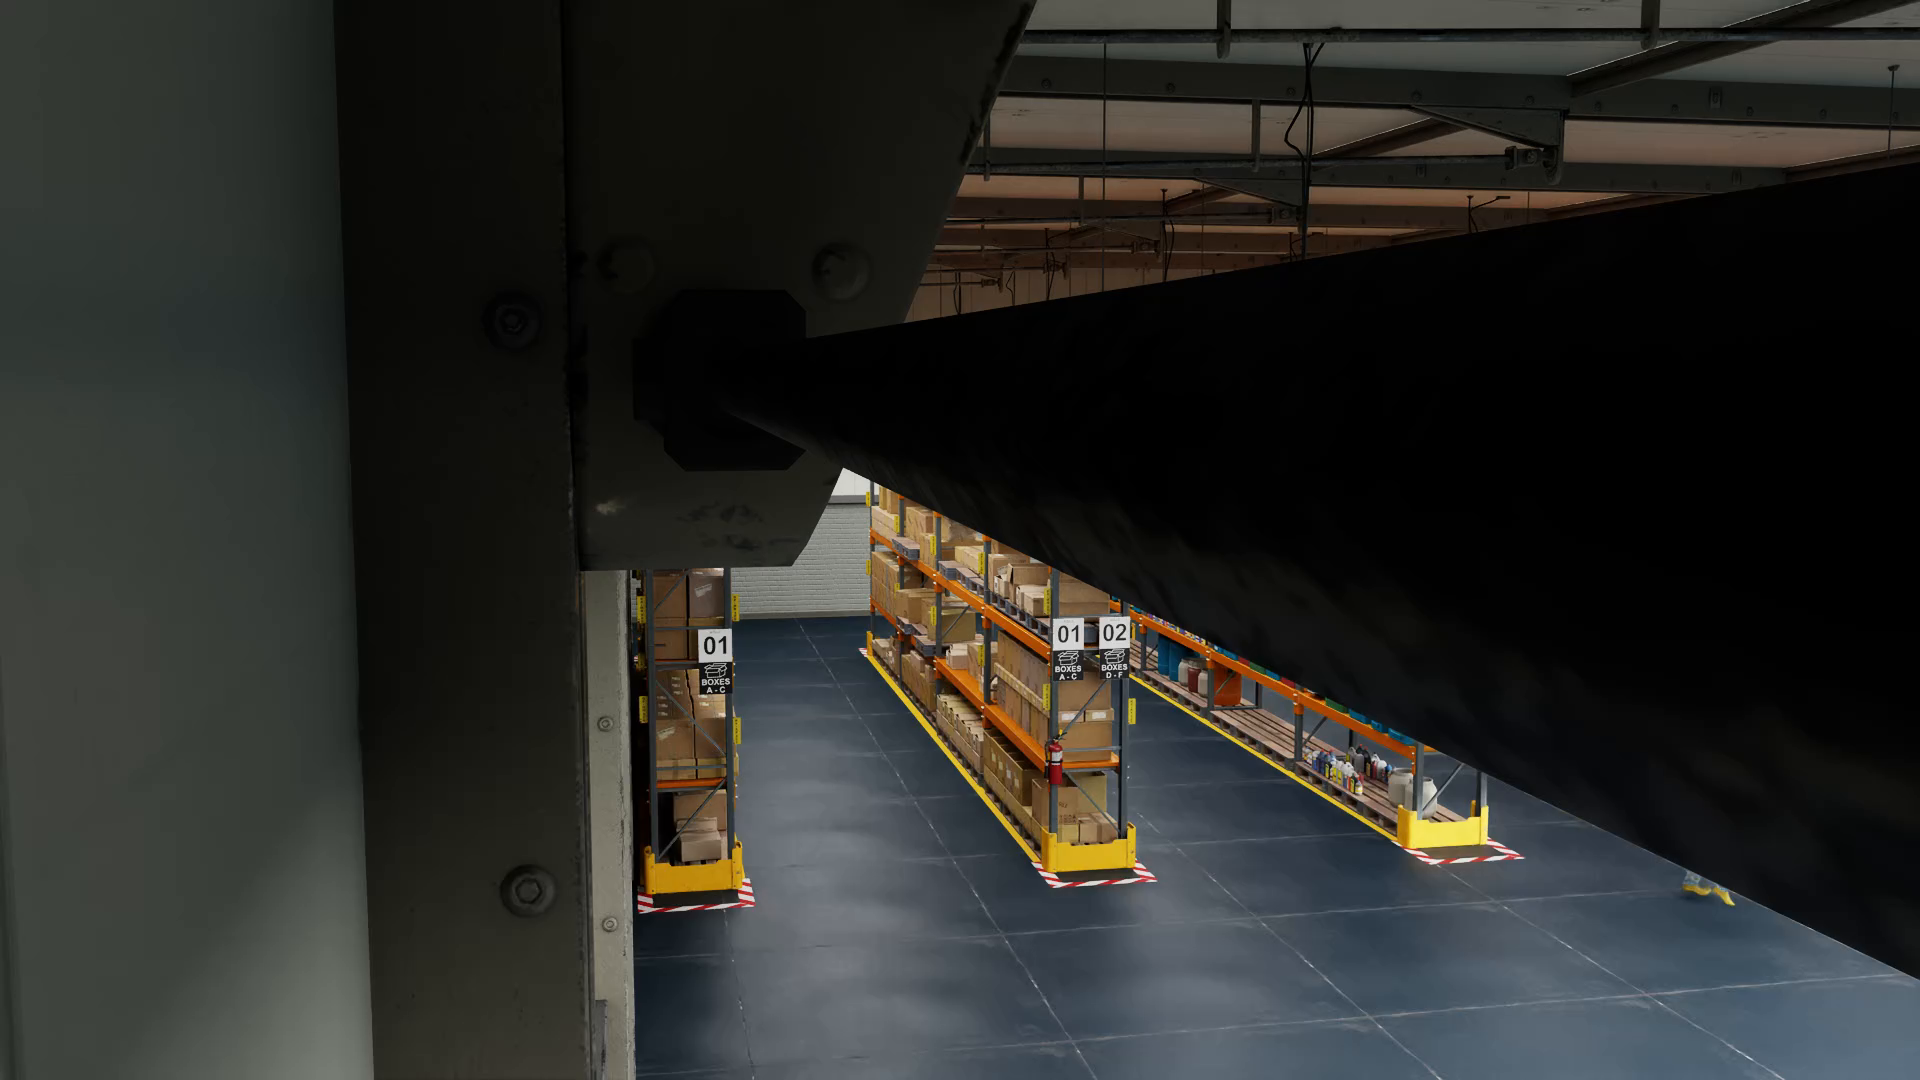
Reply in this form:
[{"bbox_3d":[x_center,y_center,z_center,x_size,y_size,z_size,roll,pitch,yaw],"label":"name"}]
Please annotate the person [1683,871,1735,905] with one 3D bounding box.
[{"bbox_3d":[9.008,3.416,19.727,0.747,1.823,0.661,2,6,22],"label":"person"}]
